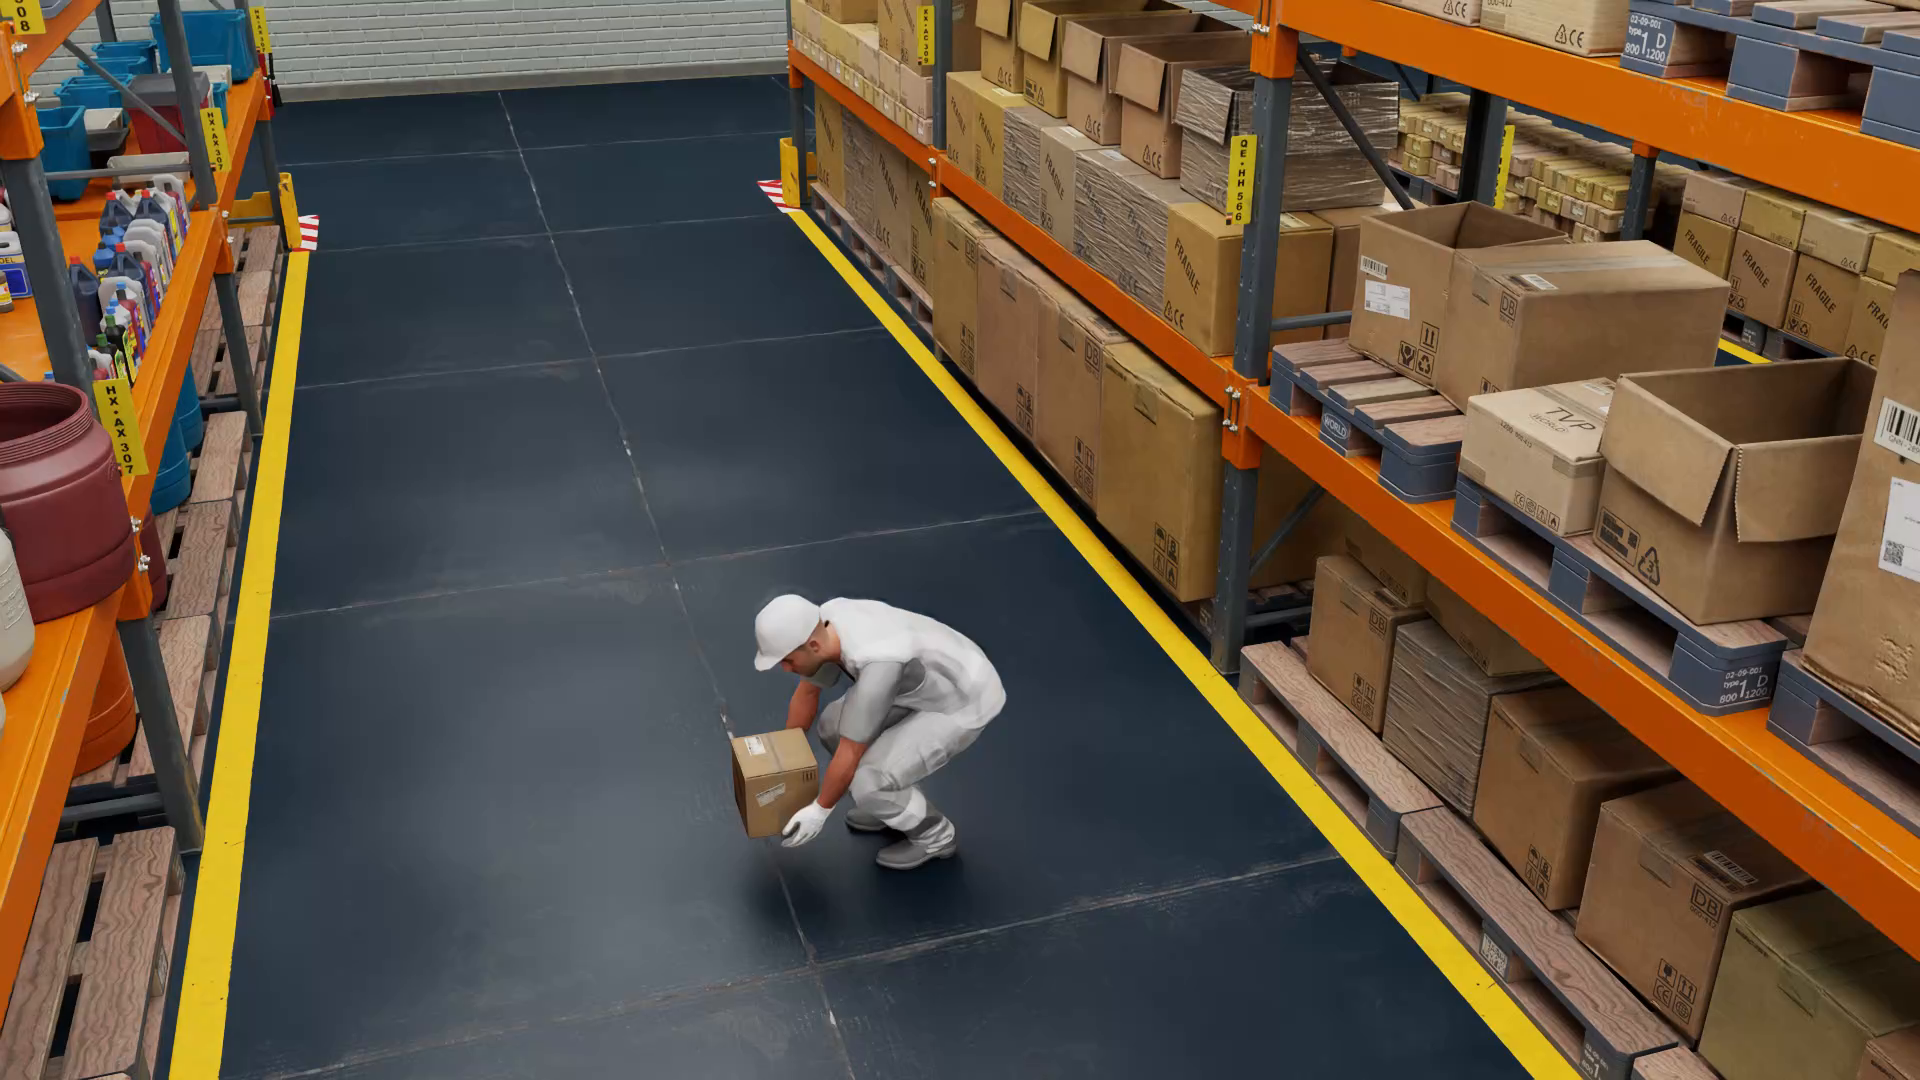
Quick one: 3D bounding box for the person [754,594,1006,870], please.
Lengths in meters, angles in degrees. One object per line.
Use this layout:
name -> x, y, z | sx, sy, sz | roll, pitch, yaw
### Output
person -> -0.266, 0.611, 5.655 | 0.859, 1.074, 0.572 | -8, 27, -16
